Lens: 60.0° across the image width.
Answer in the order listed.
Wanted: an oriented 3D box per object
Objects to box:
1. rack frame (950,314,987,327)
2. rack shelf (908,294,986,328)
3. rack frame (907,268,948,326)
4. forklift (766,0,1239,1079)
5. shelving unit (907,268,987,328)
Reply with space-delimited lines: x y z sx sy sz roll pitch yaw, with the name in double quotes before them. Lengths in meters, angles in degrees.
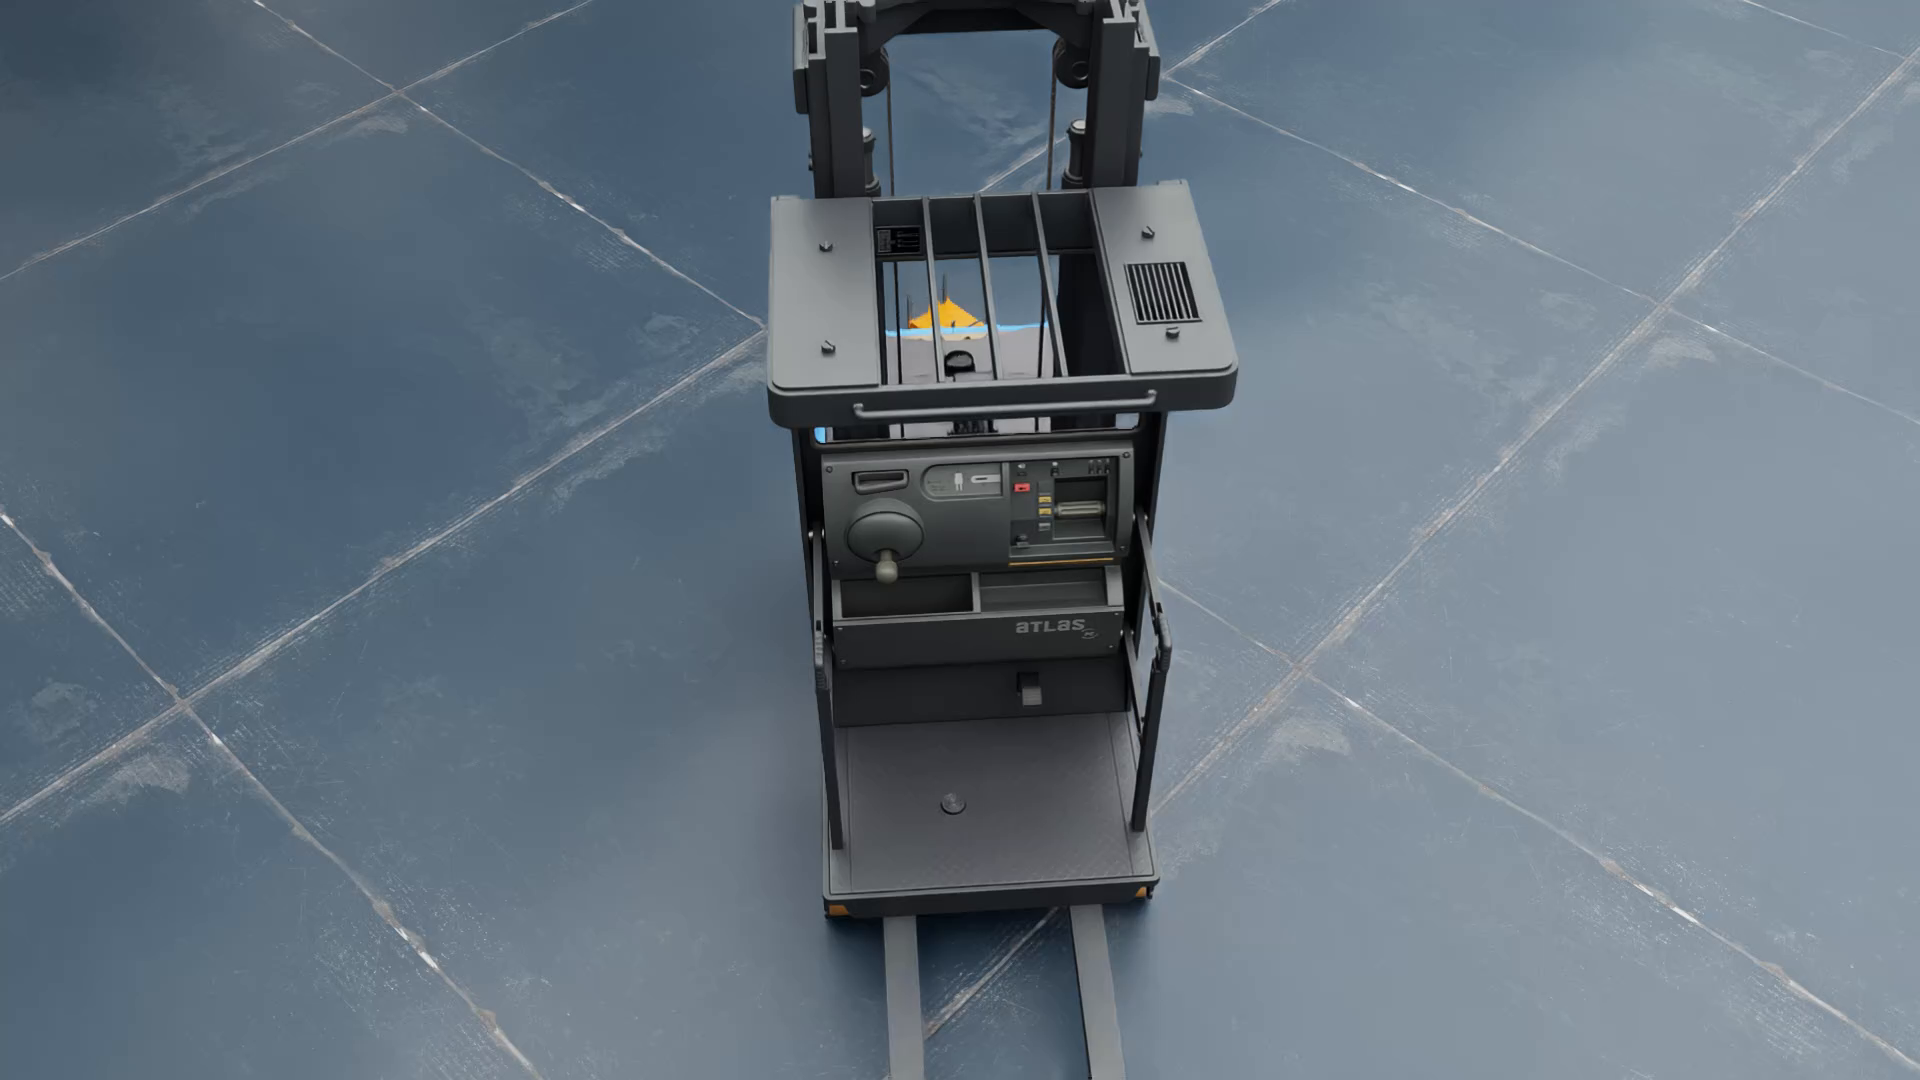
"rack frame" 0.040 -0.505 6.612 0.200 1.050 0.008 -34 55 -27
"rack shelf" -0.042 -0.758 6.475 0.215 0.259 0.240 -34 55 -27
"rack frame" -0.124 -0.637 6.736 0.200 1.050 0.008 -34 55 -27
"forklift" 0.073 0.014 4.835 1.130 2.935 3.031 -3 47 -3
"shelving unit" -0.042 -0.571 6.674 0.215 1.050 0.252 -34 55 -27
